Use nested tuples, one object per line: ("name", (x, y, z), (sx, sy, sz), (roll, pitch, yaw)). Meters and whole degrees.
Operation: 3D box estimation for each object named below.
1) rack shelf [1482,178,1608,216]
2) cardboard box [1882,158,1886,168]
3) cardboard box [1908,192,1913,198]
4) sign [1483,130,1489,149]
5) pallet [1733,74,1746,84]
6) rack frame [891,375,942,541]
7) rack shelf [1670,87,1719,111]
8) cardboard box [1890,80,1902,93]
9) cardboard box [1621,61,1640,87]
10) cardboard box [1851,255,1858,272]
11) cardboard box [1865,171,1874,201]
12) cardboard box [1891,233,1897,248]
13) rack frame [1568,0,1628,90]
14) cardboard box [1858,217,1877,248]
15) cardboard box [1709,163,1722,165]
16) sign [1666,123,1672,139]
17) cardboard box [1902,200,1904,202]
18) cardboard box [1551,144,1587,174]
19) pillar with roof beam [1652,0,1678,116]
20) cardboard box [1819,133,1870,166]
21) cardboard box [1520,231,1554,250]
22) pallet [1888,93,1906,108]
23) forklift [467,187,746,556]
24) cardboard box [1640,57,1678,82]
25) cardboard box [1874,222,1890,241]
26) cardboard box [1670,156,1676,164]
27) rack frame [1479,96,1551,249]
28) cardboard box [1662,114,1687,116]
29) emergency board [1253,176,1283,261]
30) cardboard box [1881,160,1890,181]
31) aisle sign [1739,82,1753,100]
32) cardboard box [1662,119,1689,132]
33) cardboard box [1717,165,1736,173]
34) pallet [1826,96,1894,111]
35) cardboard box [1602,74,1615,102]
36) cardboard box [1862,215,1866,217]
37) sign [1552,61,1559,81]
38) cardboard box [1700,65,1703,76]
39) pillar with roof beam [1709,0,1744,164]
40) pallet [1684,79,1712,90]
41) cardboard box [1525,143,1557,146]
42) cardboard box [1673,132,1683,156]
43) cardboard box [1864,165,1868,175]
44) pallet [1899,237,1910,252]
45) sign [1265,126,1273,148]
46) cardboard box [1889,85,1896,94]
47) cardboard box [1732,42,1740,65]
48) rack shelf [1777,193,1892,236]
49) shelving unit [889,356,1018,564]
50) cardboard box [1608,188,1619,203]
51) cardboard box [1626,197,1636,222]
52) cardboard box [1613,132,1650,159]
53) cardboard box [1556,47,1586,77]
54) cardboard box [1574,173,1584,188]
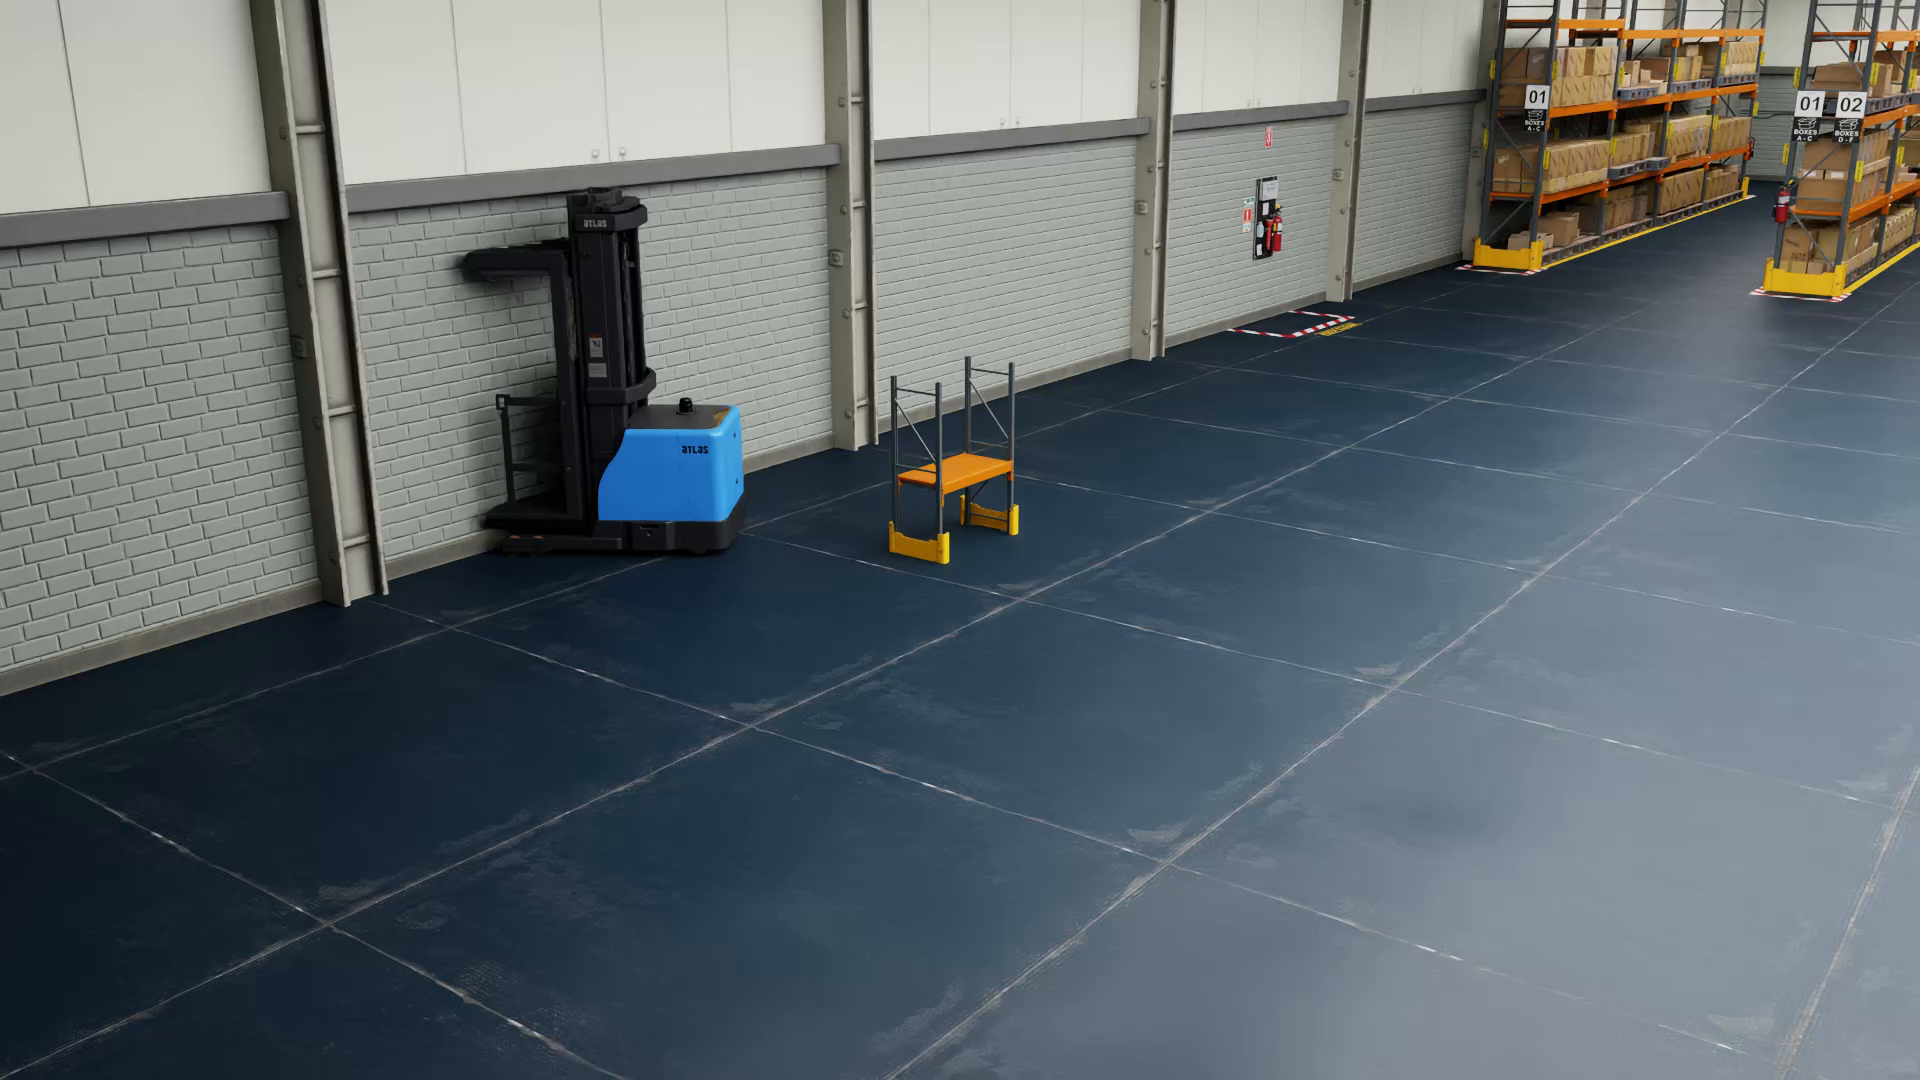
("rack shelf", (11.098, -6.528, 31.419), (1.077, 0.370, 4.000), (12, 21, 35))
("cardboard box", (16.131, -6.670, 29.401), (0.380, 0.149, 0.250), (12, 21, 34))
("cardboard box", (19.957, -7.443, 35.361), (0.500, 0.250, 0.500), (12, 21, 35))
("sign", (9.472, -7.202, 29.891), (0.100, 0.325, 0.005), (12, 21, 35))
("pallet", (18.279, -11.126, 40.104), (1.003, 0.211, 1.213), (12, 21, 35))
("rack frame", (-0.354, -0.575, 13.566), (0.500, 1.500, 0.032), (12, 21, 35))
("rack shelf", (15.864, -9.866, 37.110), (1.077, 0.370, 4.000), (12, 21, 35))
("cardboard box", (16.645, -8.180, 30.013), (0.500, 0.250, 0.500), (15, 23, 40))
("cardboard box", (13.414, -9.438, 33.644), (0.500, 0.500, 0.500), (12, 21, 33))
("cardboard box", (14.978, -4.735, 28.362), (0.500, 0.250, 0.500), (12, 21, 35))
("cardboard box", (15.399, -6.169, 28.881), (0.700, 0.500, 0.500), (13, 21, 35))
("cardboard box", (17.321, -5.658, 31.335), (0.500, 0.250, 0.500), (12, 21, 33))
("rack frame", (12.289, -10.213, 31.957), (1.000, 3.000, 0.127), (12, 21, 35))
("cardboard box", (15.862, -5.453, 29.408), (0.500, 0.500, 0.500), (12, 21, 35))
("cardboard box", (19.016, -9.403, 41.878), (0.380, 0.149, 0.250), (13, 21, 35))
("sign", (15.114, -8.722, 35.453), (0.100, 0.325, 0.005), (12, 21, 35))
("cardboard box", (19.331, -6.830, 34.652), (0.500, 0.500, 0.500), (12, 21, 33))
("cardboard box", (11.345, -7.114, 31.051), (0.500, 0.500, 0.500), (13, 22, 36))
("pillar with roof beam", (20.236, -11.677, 36.672), (9.100, 9.000, 0.400), (12, 21, 35))
("cardboard box", (14.815, -6.556, 27.940), (0.700, 0.500, 0.500), (13, 21, 35))
("cardboard box", (10.730, -5.606, 31.029), (0.500, 0.311, 0.500), (15, 22, 39))
("pallet", (15.782, -7.656, 28.930), (1.003, 0.211, 1.213), (12, 21, 35))
("forklift", (-3.413, -1.422, 13.882), (3.031, 2.935, 1.130), (1, 17, 2))
("cardboard box", (15.189, -10.252, 36.230), (0.700, 0.500, 0.500), (11, 20, 32))
("cardboard box", (16.716, -5.683, 30.468), (0.500, 0.311, 0.500), (13, 21, 35))
("cardboard box", (15.438, -8.334, 36.413), (0.380, 0.149, 0.250), (13, 22, 36))
("rack frame", (9.906, -6.395, 29.779), (1.000, 3.000, 0.127), (12, 21, 35))
("cardboard box", (16.573, -9.747, 38.605), (0.500, 0.250, 0.500), (13, 22, 36))
("emergency board", (4.550, -4.704, 24.332), (0.194, 1.169, 0.643), (12, 21, 35))
("cardboard box", (17.054, -6.826, 31.000), (0.500, 0.500, 0.500), (14, 22, 39))
("aisle sign", (19.723, -11.411, 41.549), (0.394, 0.787, 0.004), (12, 21, 35))
("cardboard box", (15.765, -9.168, 36.741), (0.500, 0.250, 0.500), (13, 21, 35))
("cardboard box", (19.021, -9.214, 41.270), (0.380, 0.149, 0.250), (13, 22, 36))
("pallet", (15.055, -7.366, 27.998), (1.003, 0.211, 1.213), (12, 21, 35))
("cardboard box", (12.185, -8.673, 31.854), (0.500, 0.500, 0.500), (13, 22, 36))
("cardboard box", (16.885, -6.019, 31.551), (0.500, 0.311, 0.500), (12, 21, 35))
("sign", (10.342, -8.149, 28.896), (0.100, 0.325, 0.005), (12, 21, 35))
("cardboard box", (17.275, -11.067, 39.141), (0.500, 0.250, 0.500), (13, 21, 35))
("pillar with roof beam", (23.811, -13.106, 41.274), (9.100, 9.000, 0.400), (12, 21, 35))
("pallet", (16.549, -10.367, 37.835), (0.805, 0.209, 1.217), (11, 21, 33))
("cardboard box", (10.929, -7.203, 31.335), (0.500, 0.500, 0.500), (13, 21, 35))
("cardboard box", (15.487, -8.693, 36.476), (0.500, 0.500, 0.500), (13, 22, 36))
("cardboard box", (15.059, -6.240, 28.019), (0.380, 0.149, 0.250), (12, 21, 34))
("pallet", (18.131, -5.905, 32.903), (1.003, 0.211, 1.213), (12, 21, 35))
("sign", (4.465, -5.826, 24.039), (0.001, 0.298, 0.199), (12, 21, 35))
("cardboard box", (15.771, -7.717, 28.459), (0.380, 0.149, 0.250), (12, 21, 35))
("cardboard box", (18.007, -11.464, 39.156), (0.500, 0.500, 0.500), (12, 21, 34))
("rack shelf", (15.078, -5.653, 28.603), (1.077, 0.370, 4.000), (12, 21, 35))
("shelving unit", (-0.045, -0.698, 13.963), (0.587, 1.500, 1.083), (12, 21, 35))
("cardboard box", (13.281, -7.130, 34.356), (0.500, 0.250, 0.500), (12, 21, 33))
("cardboard box", (13.885, -7.034, 35.309), (0.700, 0.500, 0.500), (12, 21, 35))
("cardboard box", (14.089, -8.307, 35.024), (0.700, 0.500, 0.500), (10, 20, 30))
("cardboard box", (10.966, -8.646, 30.080), (0.500, 0.500, 0.500), (13, 22, 36))
("cardboard box", (11.361, -6.759, 31.172), (0.500, 0.250, 0.500), (13, 21, 35))
